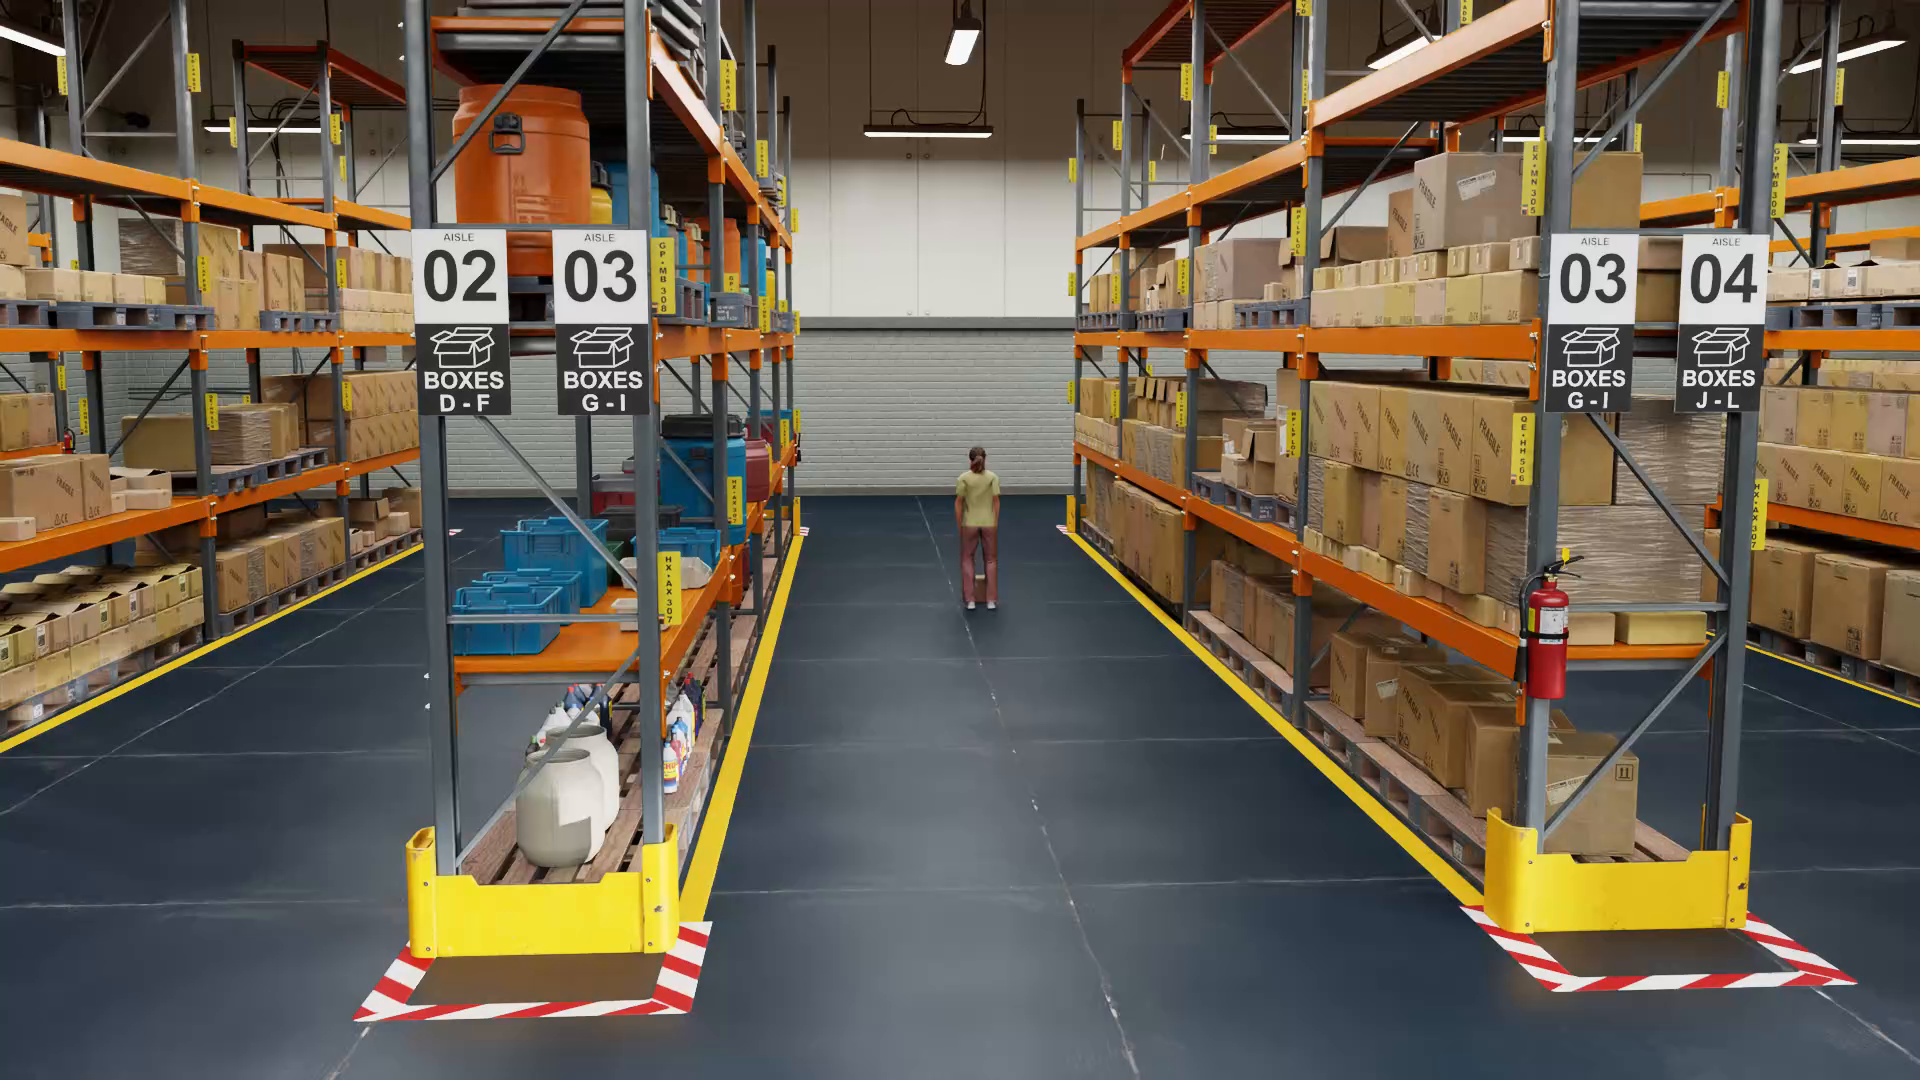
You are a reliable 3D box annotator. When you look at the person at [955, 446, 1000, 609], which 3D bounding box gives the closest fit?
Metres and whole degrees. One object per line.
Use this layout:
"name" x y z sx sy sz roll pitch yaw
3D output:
"person" 0.177 -0.123 16.897 0.460 1.652 0.347 0 7 -2
